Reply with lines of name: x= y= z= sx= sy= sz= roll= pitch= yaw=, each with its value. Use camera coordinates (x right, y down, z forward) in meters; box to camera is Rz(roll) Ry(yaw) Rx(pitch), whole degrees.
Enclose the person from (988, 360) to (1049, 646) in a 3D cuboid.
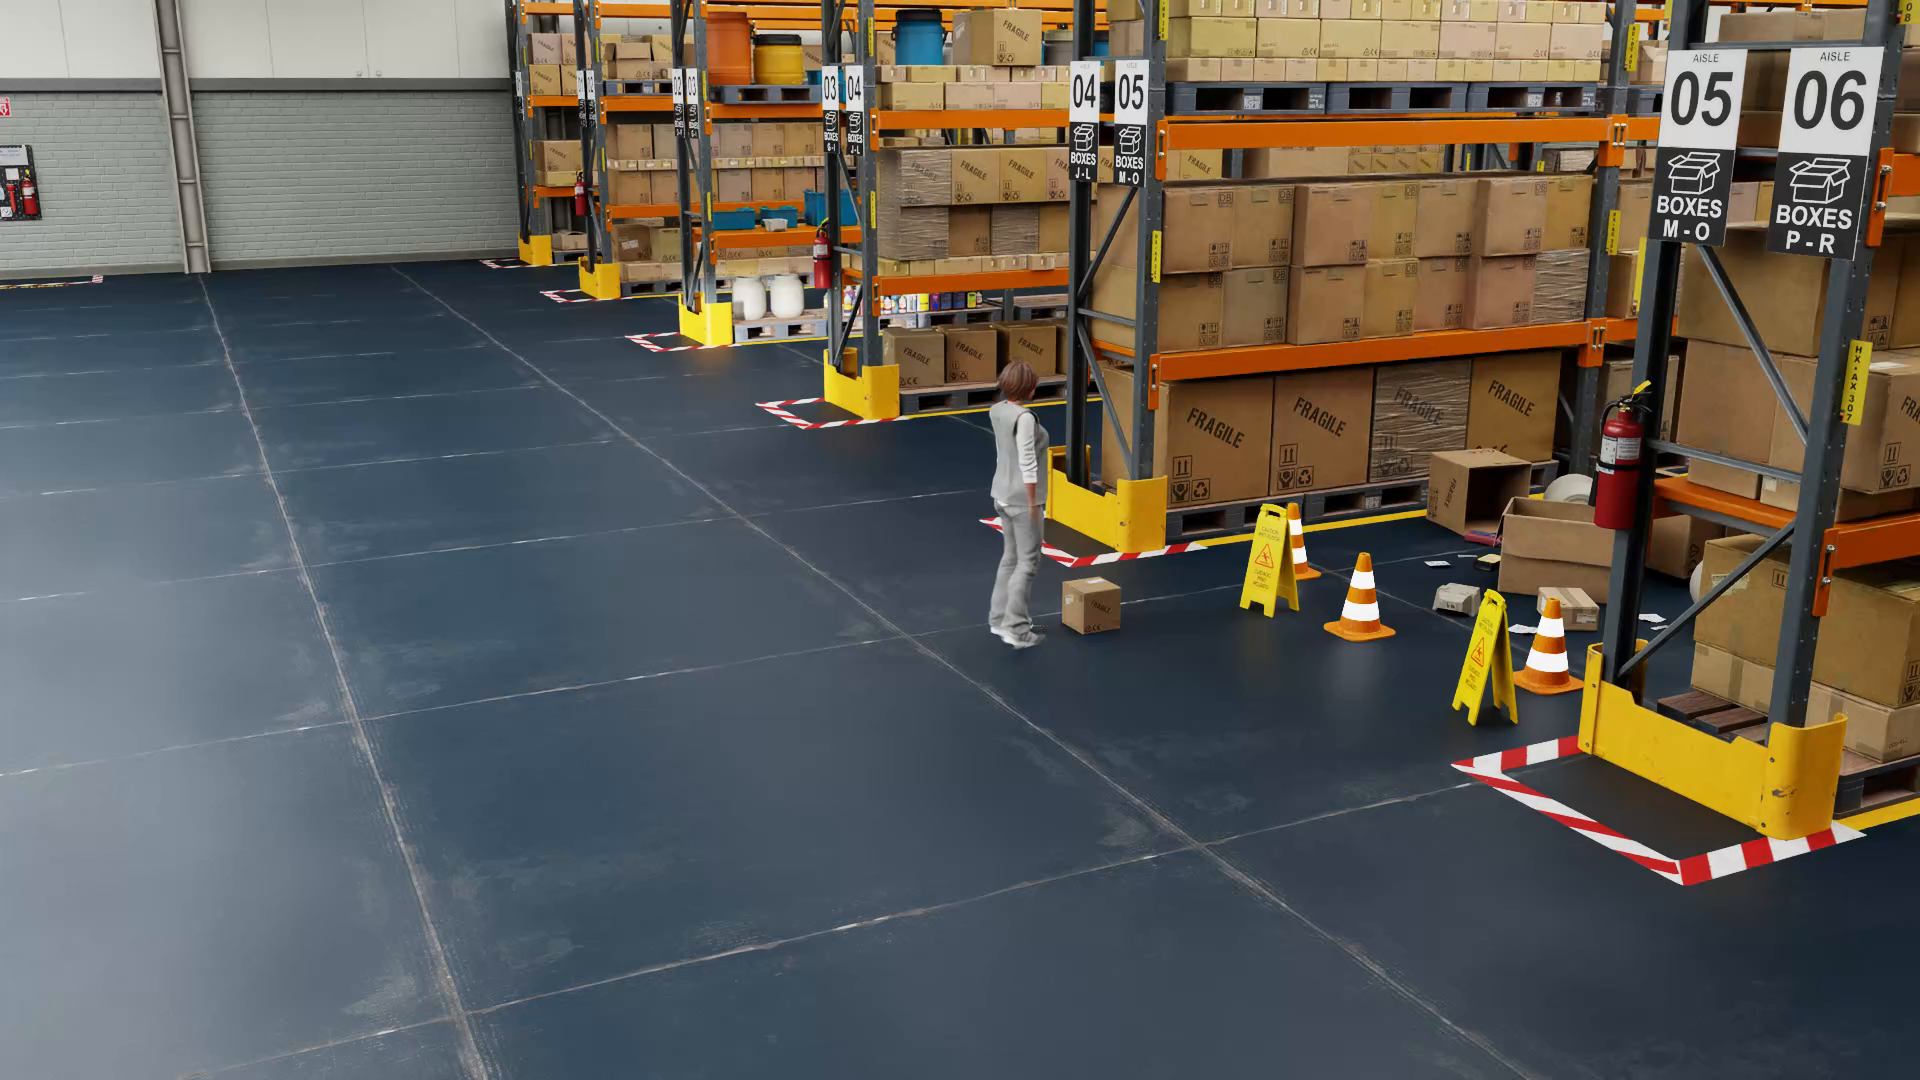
person: x=0.324 y=-0.200 z=9.328 sx=0.308 sy=1.602 sz=0.406 roll=-7 pitch=17 yaw=-24
